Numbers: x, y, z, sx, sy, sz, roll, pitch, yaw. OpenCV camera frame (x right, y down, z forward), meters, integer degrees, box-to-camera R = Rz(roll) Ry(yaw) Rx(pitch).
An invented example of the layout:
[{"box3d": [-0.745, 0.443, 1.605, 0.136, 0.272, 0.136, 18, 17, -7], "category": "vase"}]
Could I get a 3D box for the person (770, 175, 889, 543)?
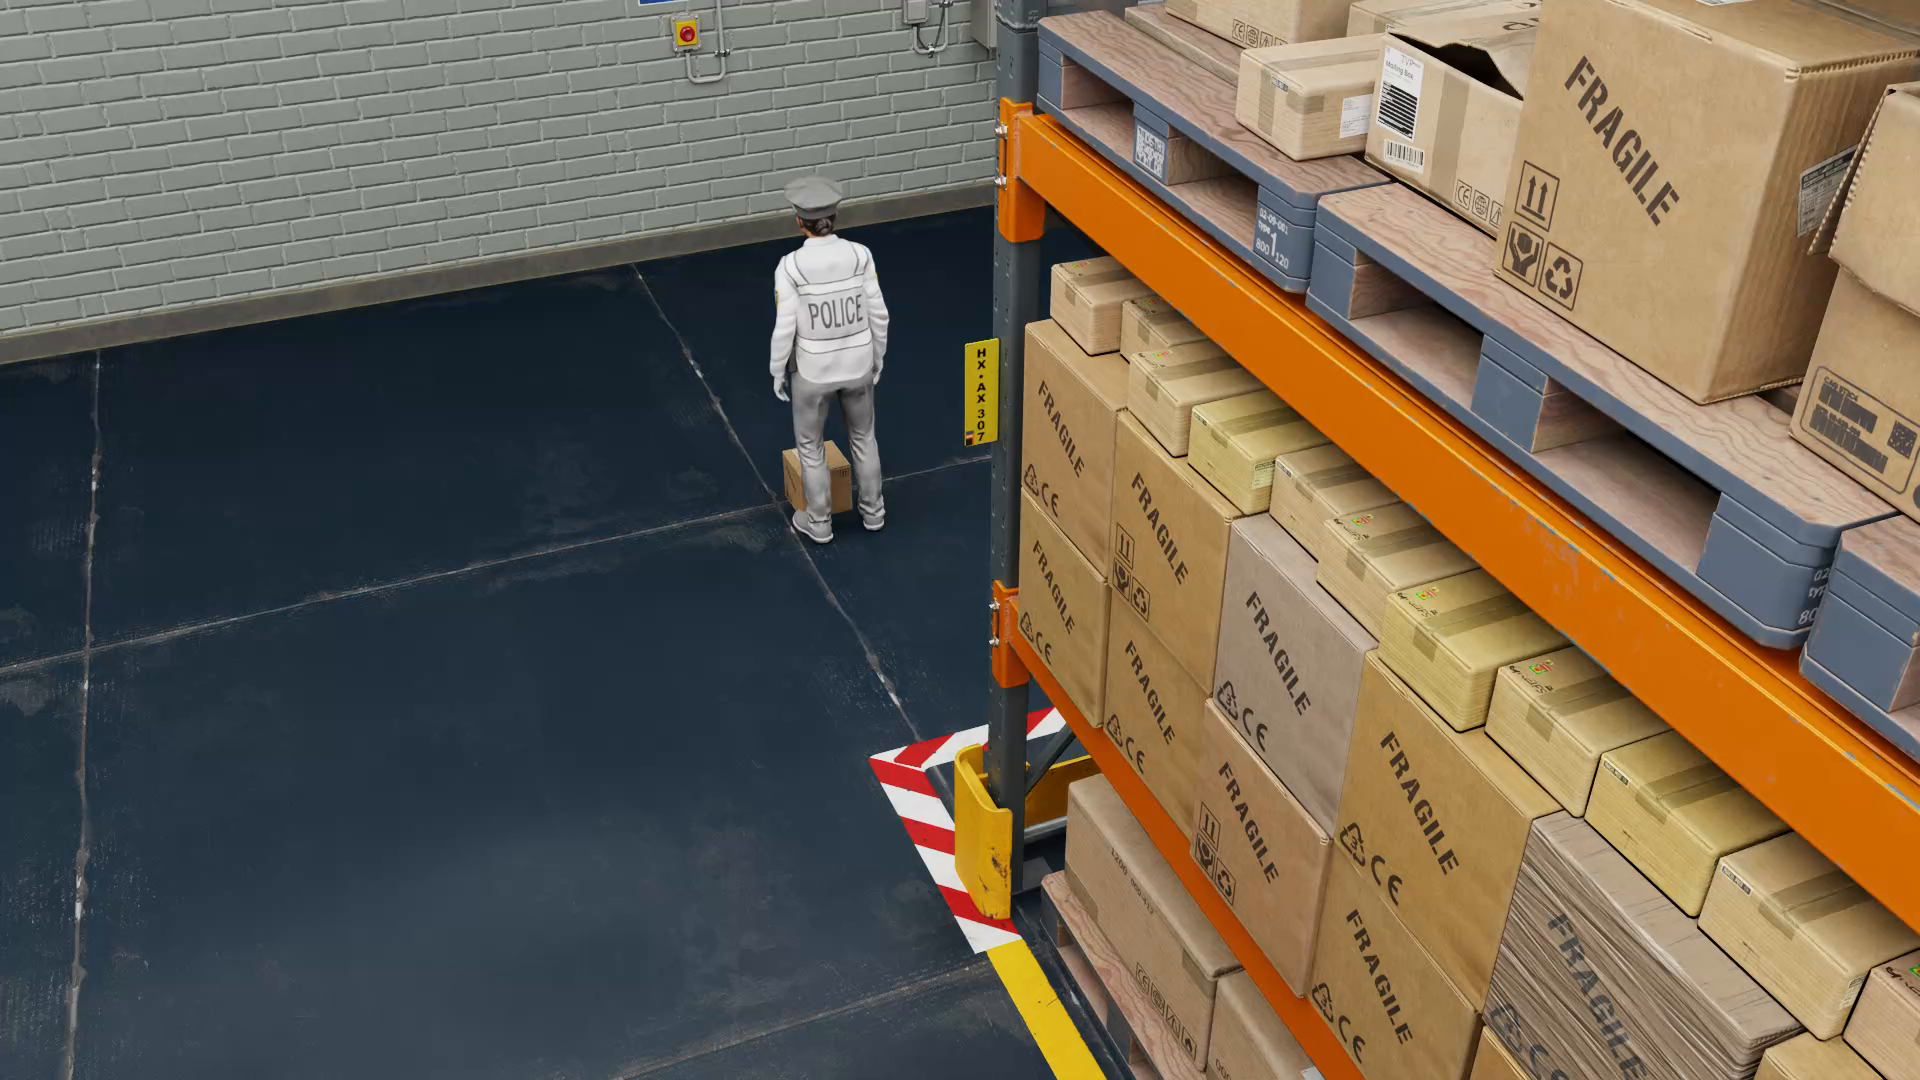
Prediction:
[{"box3d": [-0.567, -0.749, 7.261, 0.530, 1.663, 0.371, -13, 36, -18], "category": "person"}]
